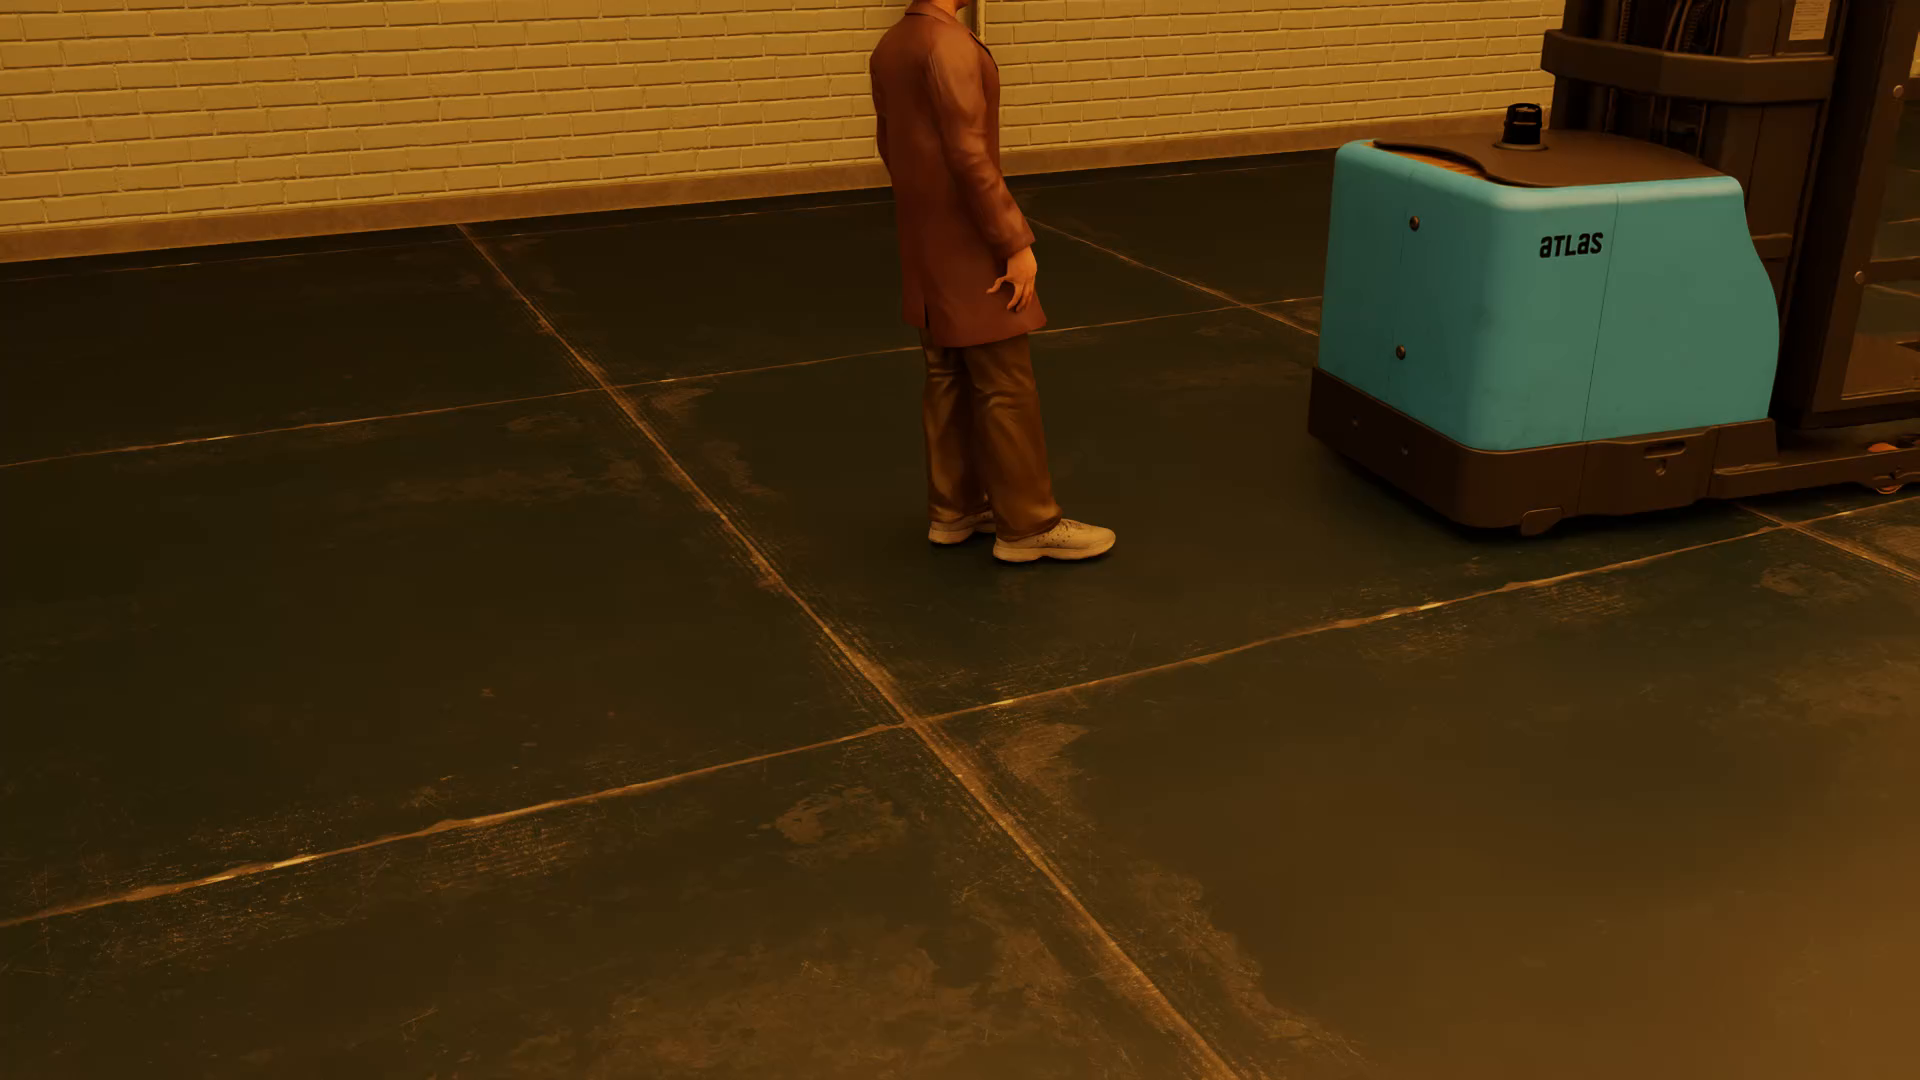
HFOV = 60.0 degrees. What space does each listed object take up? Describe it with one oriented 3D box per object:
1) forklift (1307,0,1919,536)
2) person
[{"bbox_3d":[2.795,-1.687,5.348,3.031,2.935,1.130,-7,24,-17],"label":"forklift"},{"bbox_3d":[0.085,-0.841,4.796,0.579,1.777,0.696,-10,25,-23],"label":"person"}]
